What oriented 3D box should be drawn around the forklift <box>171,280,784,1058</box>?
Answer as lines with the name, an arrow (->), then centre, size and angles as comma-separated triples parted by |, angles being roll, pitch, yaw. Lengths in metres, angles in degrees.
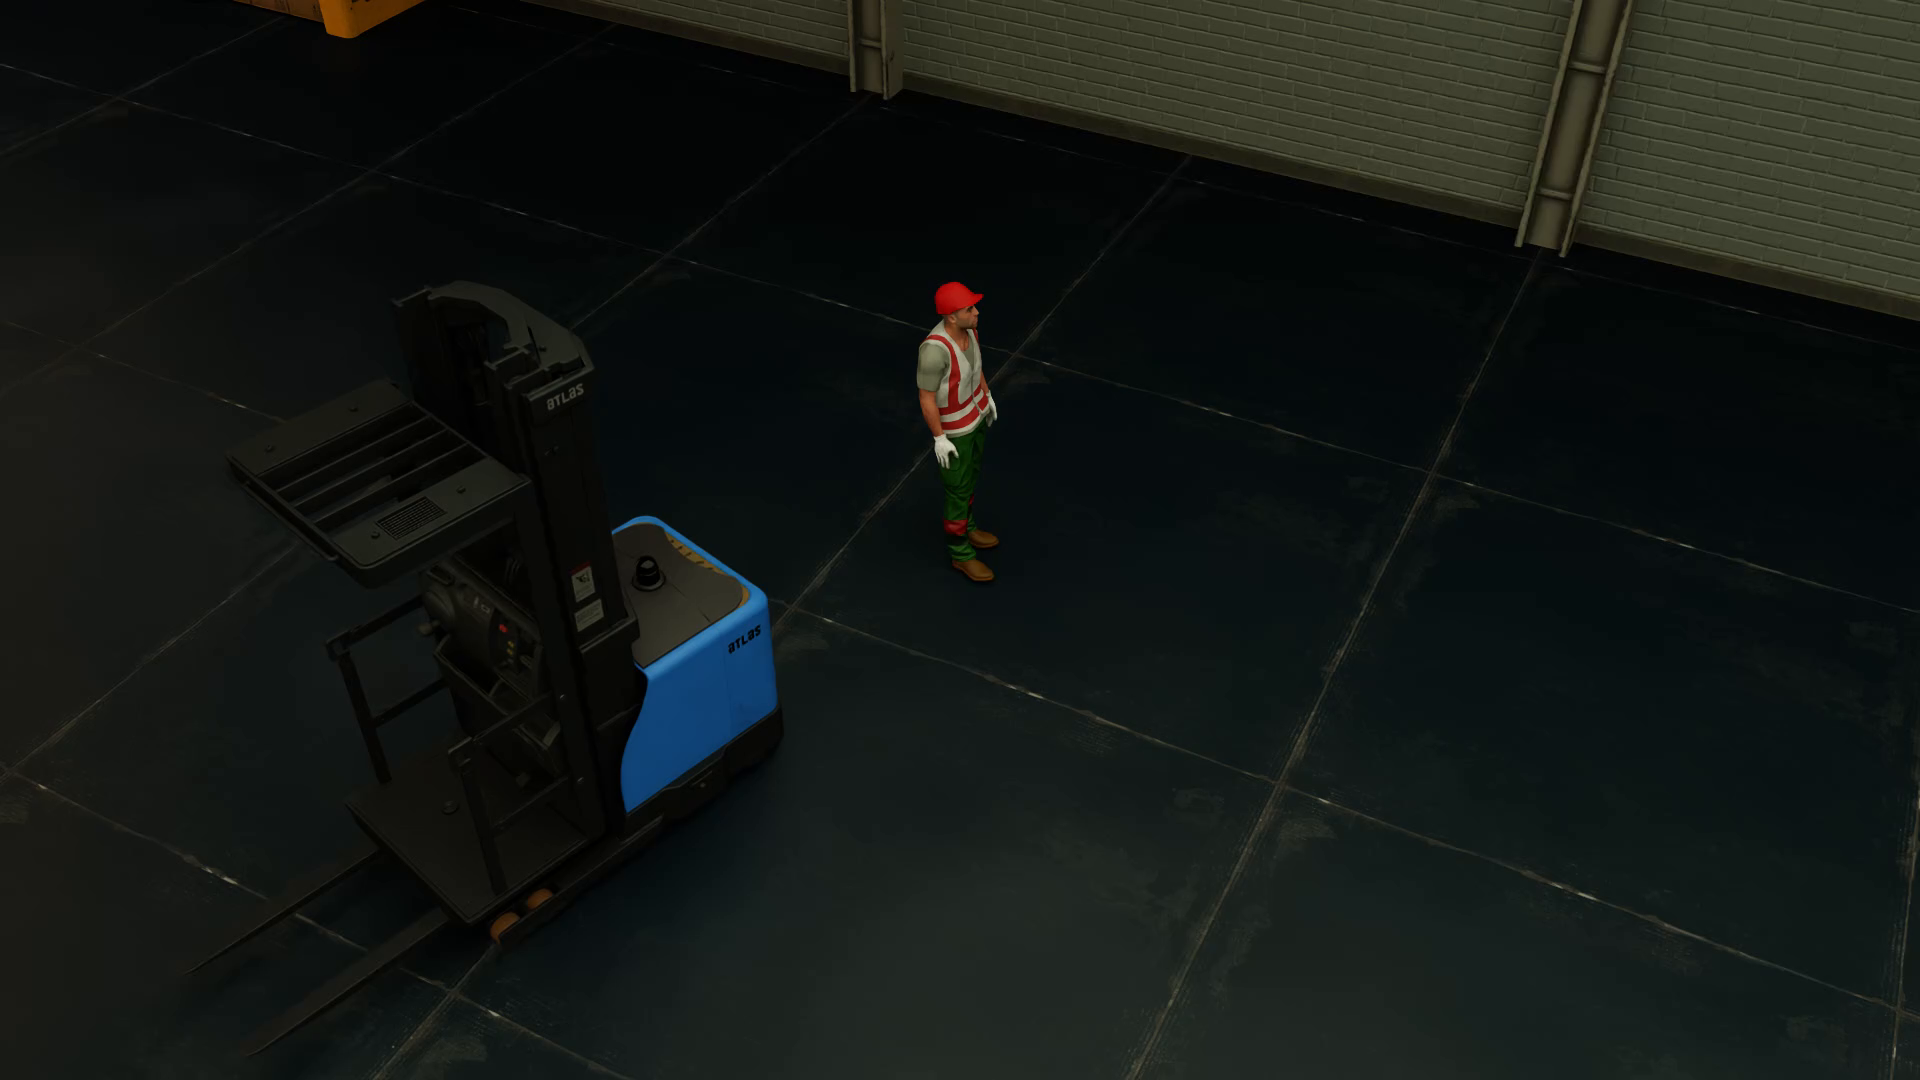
forklift -> -2.321, 0.448, 7.454 | 1.130, 2.935, 3.031 | 31, 49, 32

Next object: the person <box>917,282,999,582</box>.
person -> 0.065, -0.659, 9.644 | 0.564, 1.787, 0.637 | 18, 43, 21
